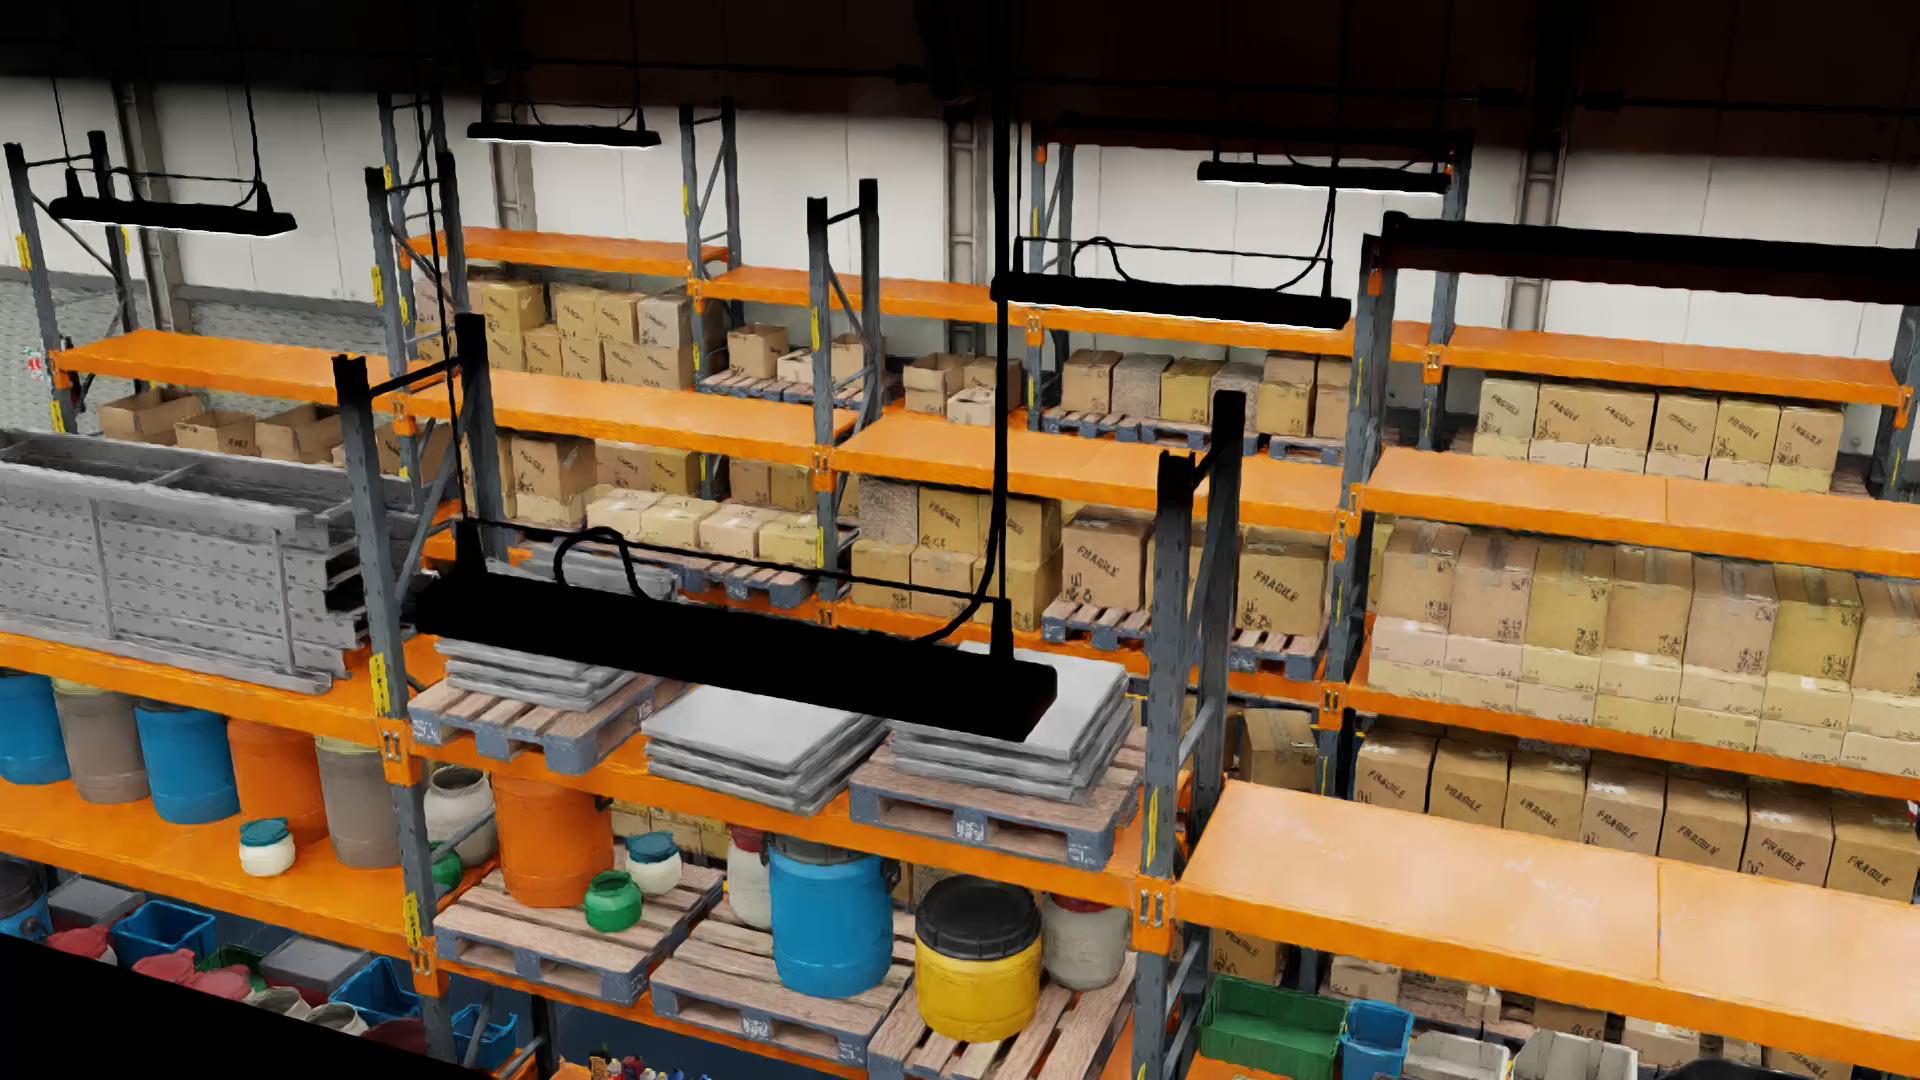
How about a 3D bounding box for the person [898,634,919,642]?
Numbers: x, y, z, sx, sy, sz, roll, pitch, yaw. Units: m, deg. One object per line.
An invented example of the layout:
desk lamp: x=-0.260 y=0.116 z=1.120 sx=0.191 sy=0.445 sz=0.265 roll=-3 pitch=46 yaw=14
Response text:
person: x=-0.453 y=1.584 z=15.968 sx=0.559 sy=1.606 sz=0.456 roll=-3 pitch=21 yaw=-7
